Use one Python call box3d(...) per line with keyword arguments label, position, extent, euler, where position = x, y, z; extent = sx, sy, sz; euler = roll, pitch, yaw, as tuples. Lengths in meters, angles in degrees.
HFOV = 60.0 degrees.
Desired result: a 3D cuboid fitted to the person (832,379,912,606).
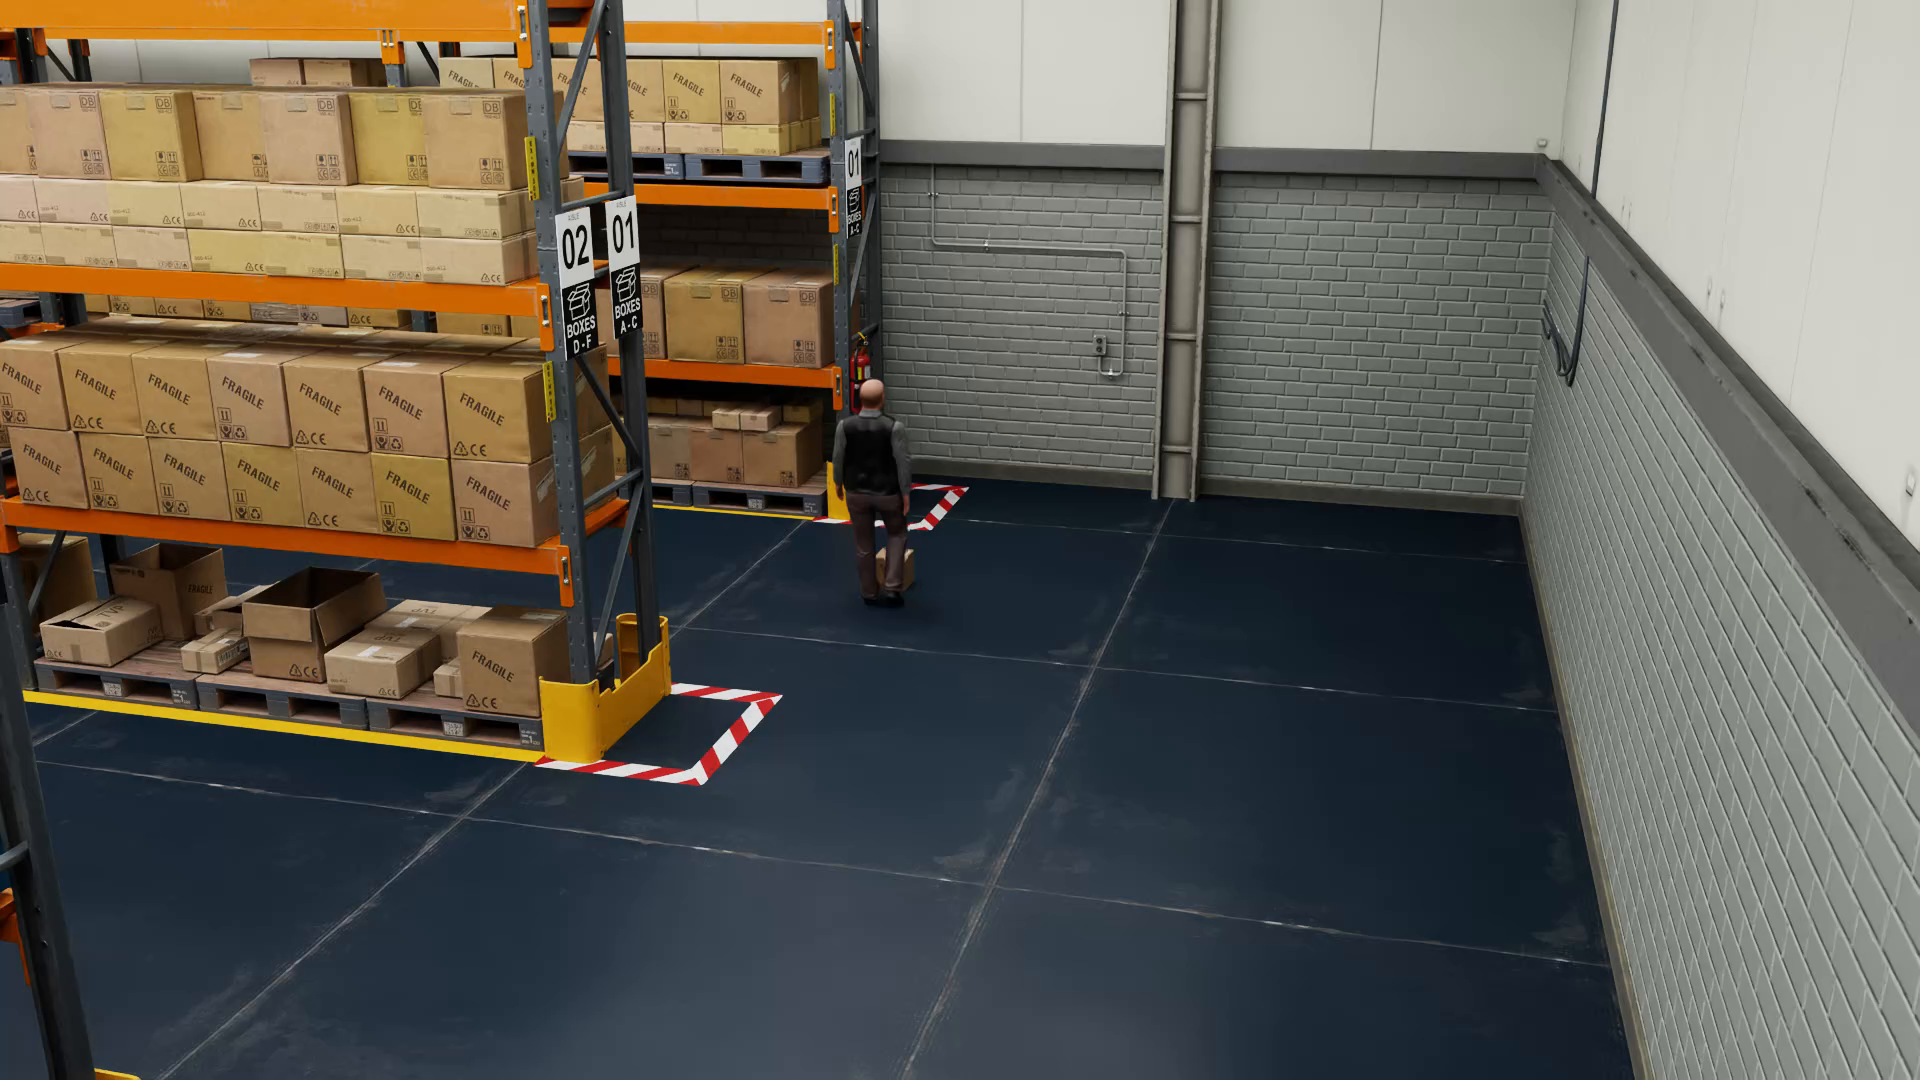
box3d(label="person", position=(-0.635, -0.336, 12.141), extent=(0.595, 1.745, 0.456), euler=(2, 18, 5))
